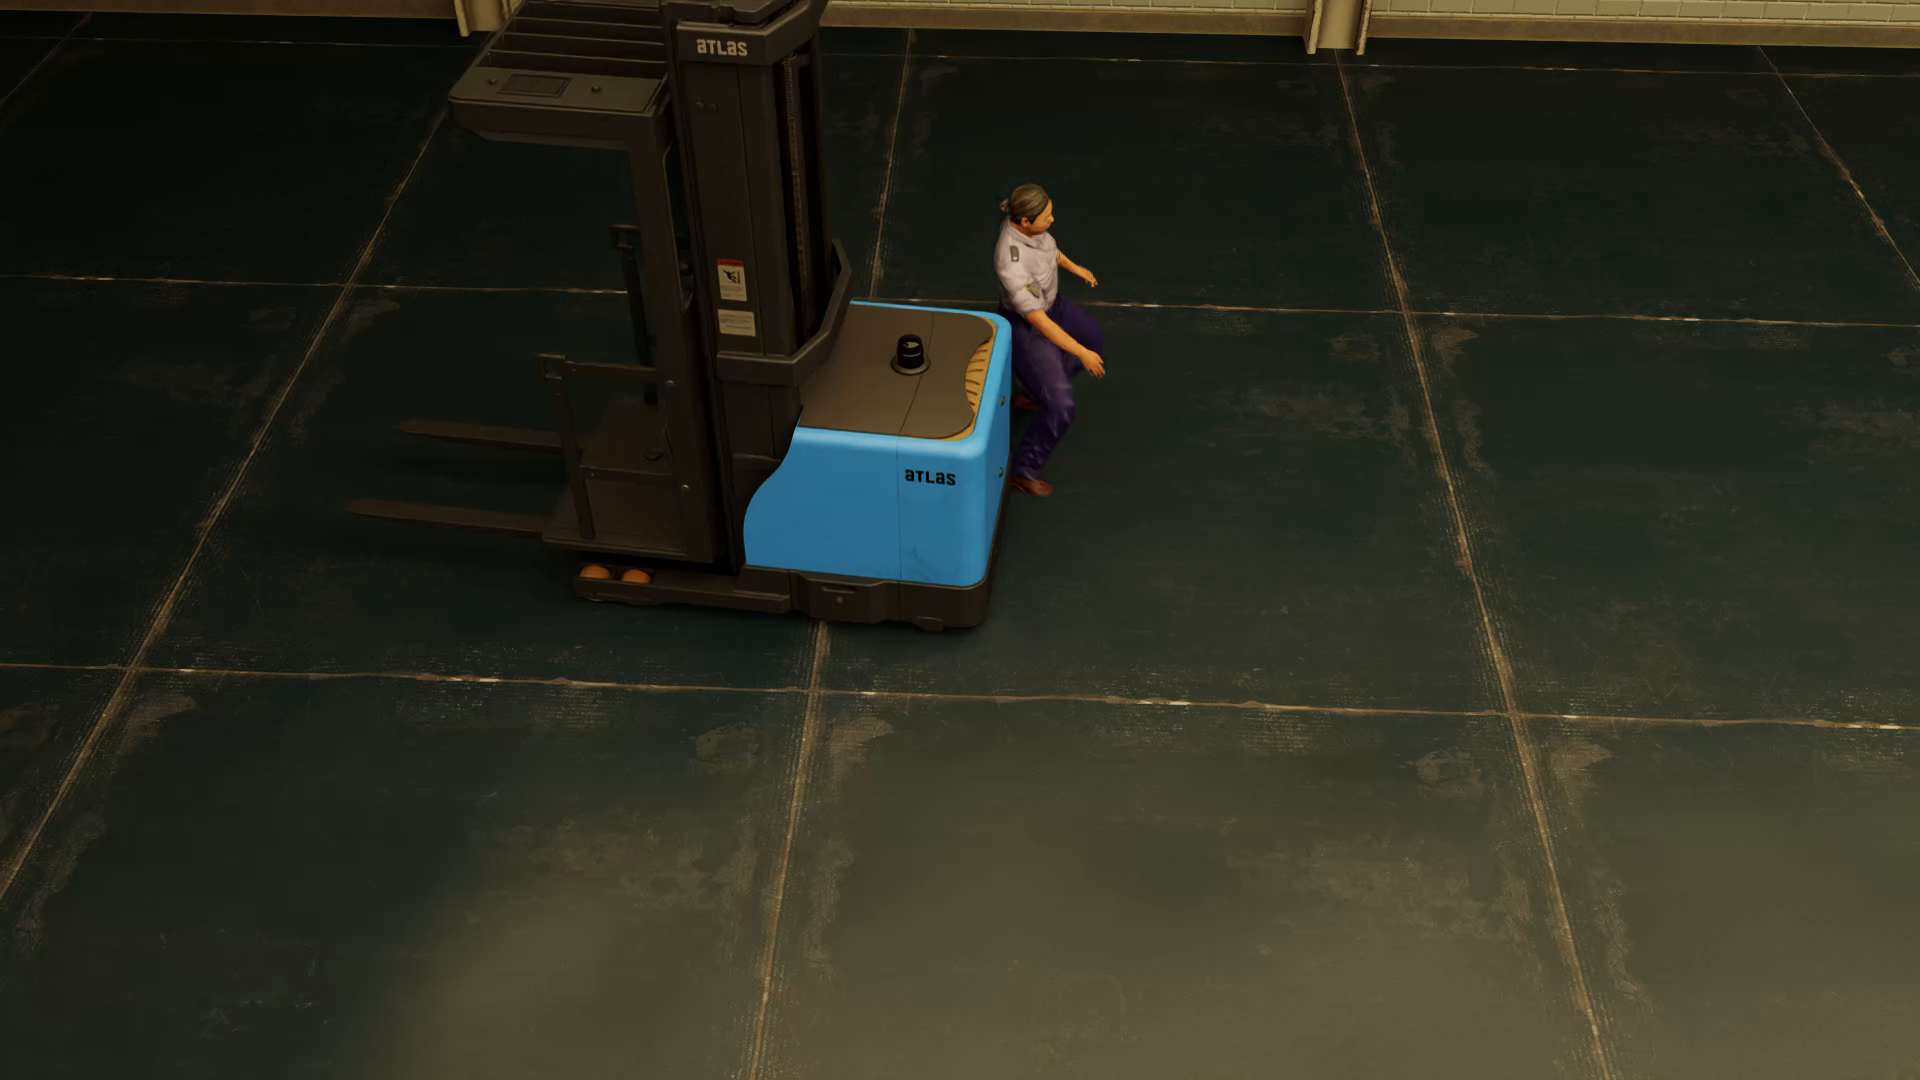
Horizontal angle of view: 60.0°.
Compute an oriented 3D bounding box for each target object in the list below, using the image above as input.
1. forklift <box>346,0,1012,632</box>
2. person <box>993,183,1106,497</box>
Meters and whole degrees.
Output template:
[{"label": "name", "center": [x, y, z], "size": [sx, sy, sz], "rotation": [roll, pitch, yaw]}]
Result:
[{"label": "forklift", "center": [-1.315, -1.130, 6.980], "size": [3.031, 2.935, 1.130], "rotation": [6, 43, 6]}, {"label": "person", "center": [0.454, -1.002, 7.939], "size": [0.594, 1.556, 0.779], "rotation": [9, 43, 10]}]
